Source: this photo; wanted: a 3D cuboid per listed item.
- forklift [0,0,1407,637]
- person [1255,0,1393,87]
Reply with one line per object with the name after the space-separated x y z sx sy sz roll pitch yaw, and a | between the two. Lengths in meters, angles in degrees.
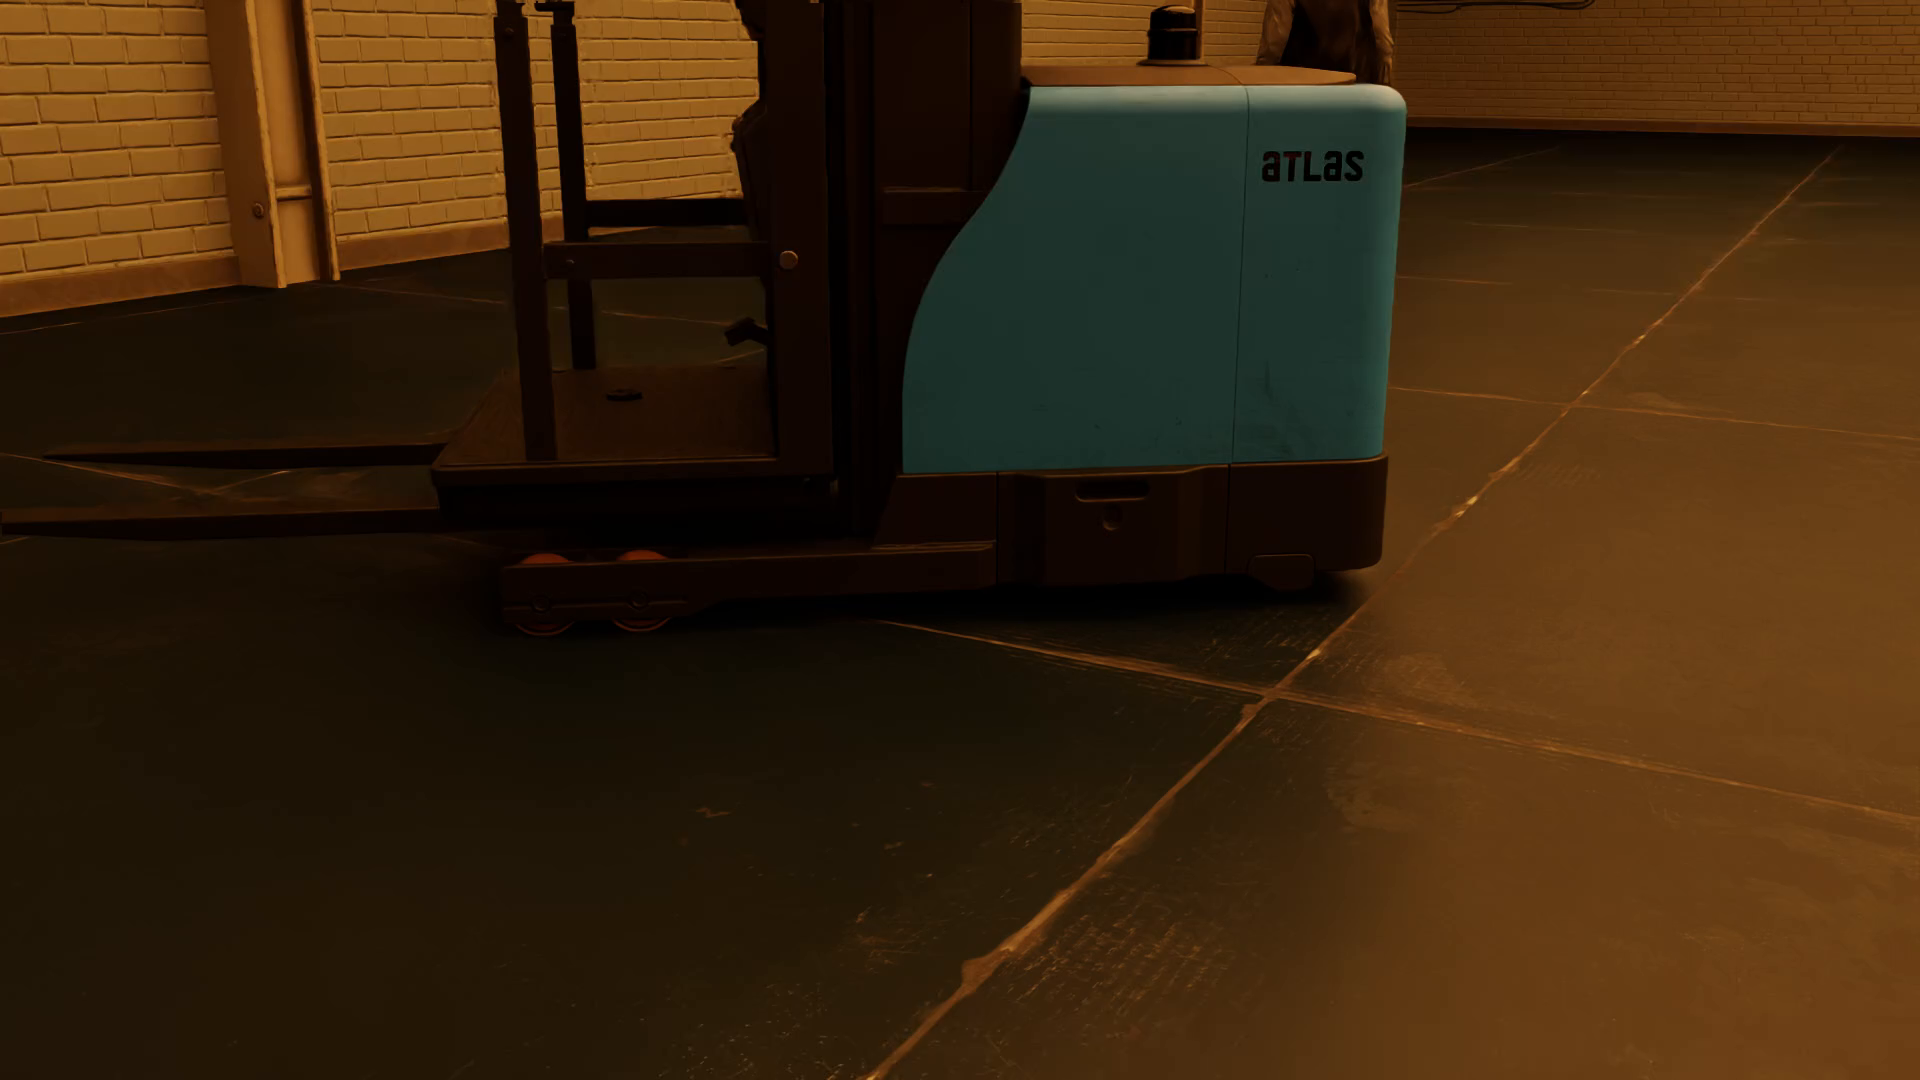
-0.632 -1.368 3.499 3.031 2.935 1.130 -2 17 -7 | forklift
1.610 -1.928 7.516 0.633 1.720 0.569 -1 16 -2 | person
